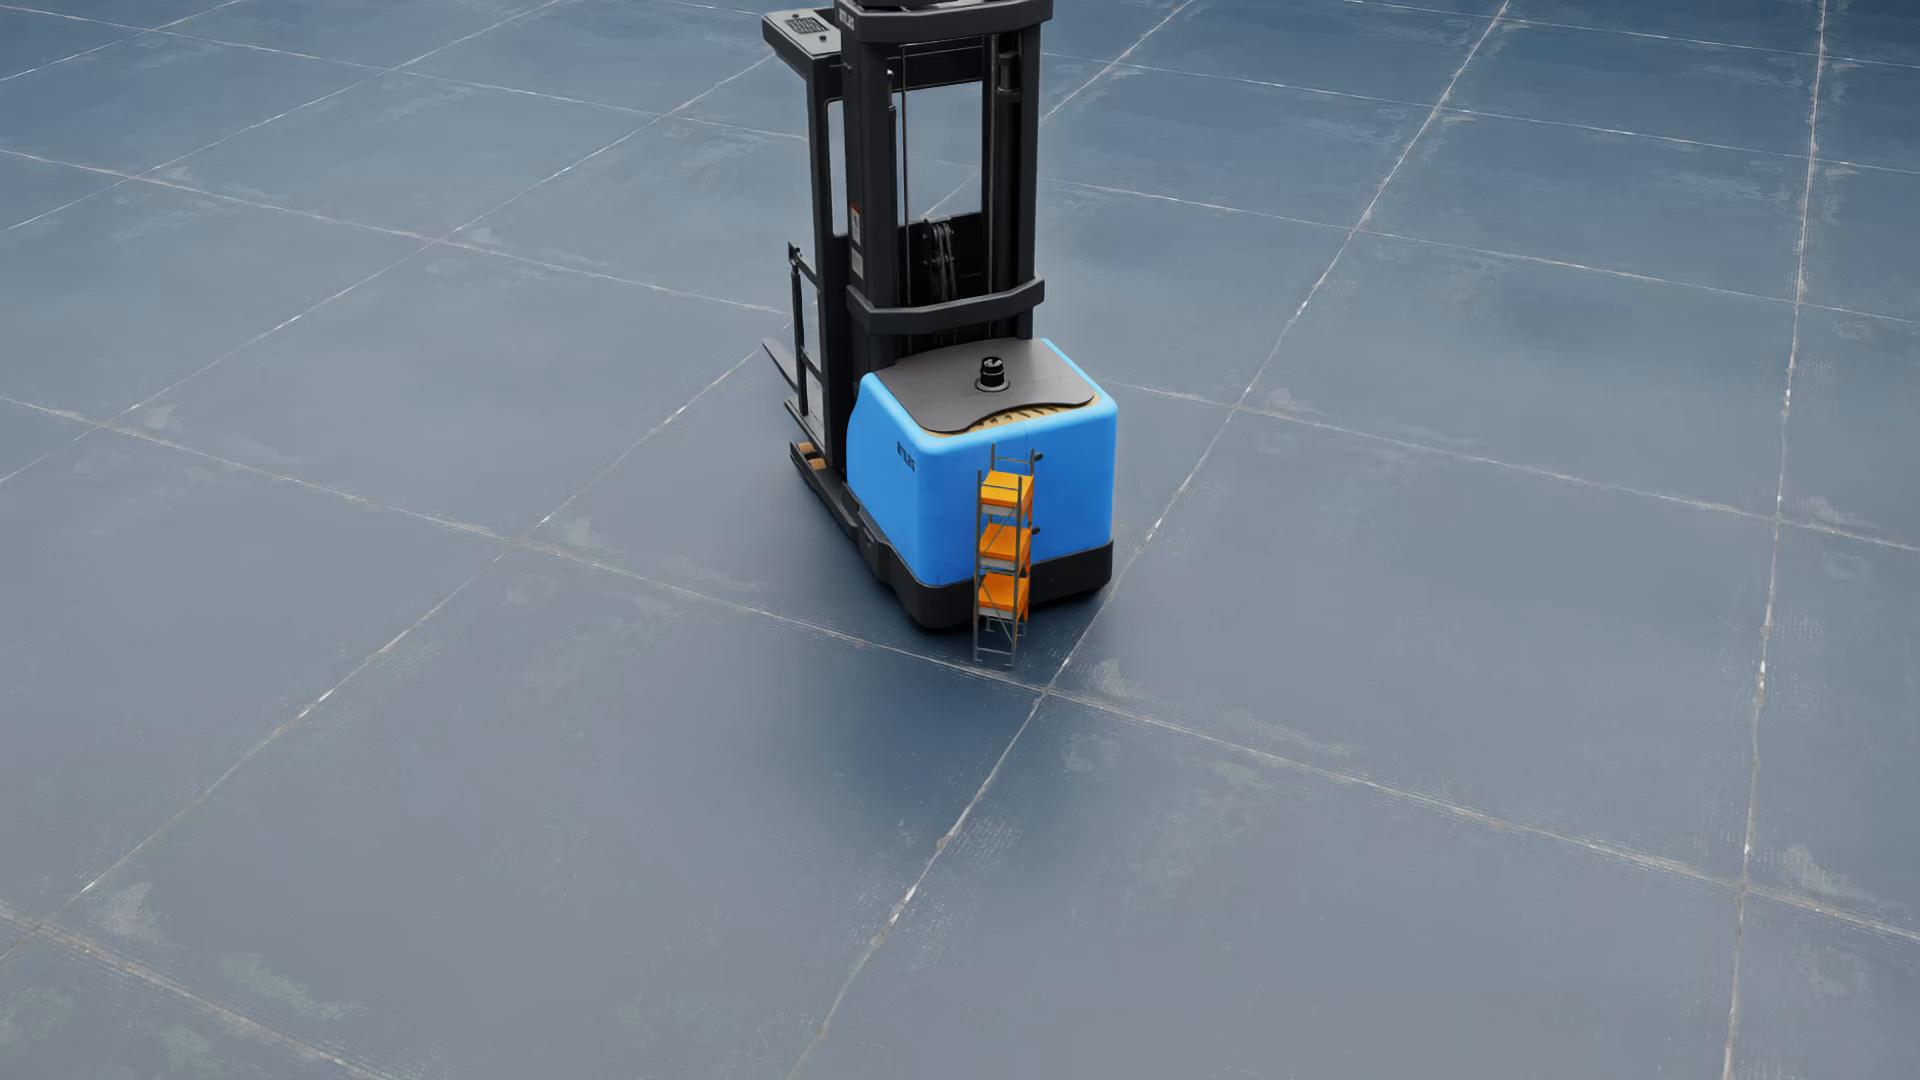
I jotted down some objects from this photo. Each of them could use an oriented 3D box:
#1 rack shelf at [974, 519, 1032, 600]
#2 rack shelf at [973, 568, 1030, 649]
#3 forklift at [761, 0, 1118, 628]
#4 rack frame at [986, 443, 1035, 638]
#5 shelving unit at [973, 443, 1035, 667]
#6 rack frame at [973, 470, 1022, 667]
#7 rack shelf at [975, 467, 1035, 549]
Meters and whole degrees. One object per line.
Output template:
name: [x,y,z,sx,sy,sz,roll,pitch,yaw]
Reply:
rack shelf: [0.199,0.090,7.672,0.215,0.259,0.240,9,34,12]
rack shelf: [0.196,0.321,7.825,0.215,0.259,0.240,9,34,12]
forklift: [-0.300,-1.598,8.514,1.130,2.935,3.031,-14,36,-20]
rack frame: [0.231,0.016,7.765,0.200,1.050,0.008,9,34,12]
shelving unit: [0.200,0.081,7.666,0.215,1.050,0.252,9,34,12]
rack frame: [0.168,0.145,7.568,0.200,1.050,0.008,9,34,12]
rack shelf: [0.203,-0.147,7.515,0.215,0.259,0.240,9,34,12]
